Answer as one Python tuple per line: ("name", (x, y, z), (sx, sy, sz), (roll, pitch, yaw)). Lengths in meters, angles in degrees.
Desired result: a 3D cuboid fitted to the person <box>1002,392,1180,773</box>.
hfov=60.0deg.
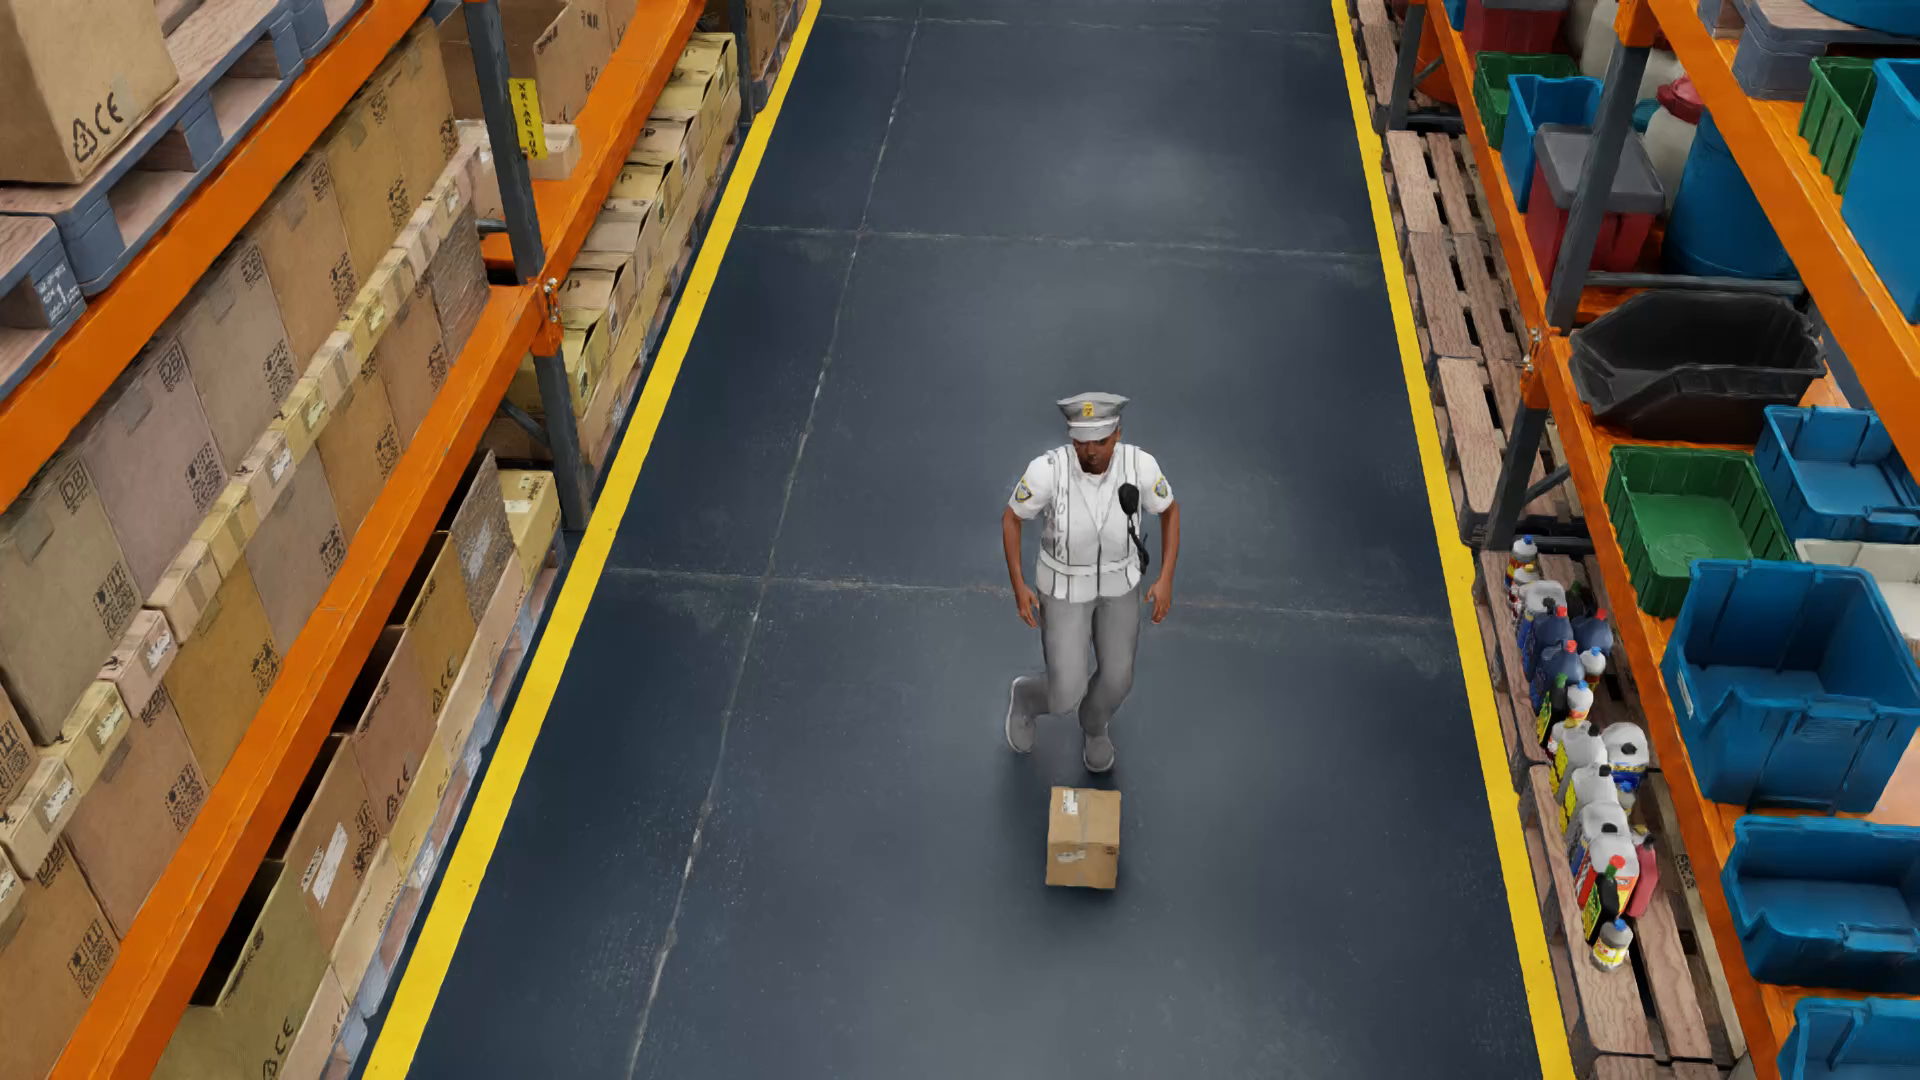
("person", (0.491, 0.189, 5.947), (0.626, 1.660, 0.469), (-10, 41, -11))
